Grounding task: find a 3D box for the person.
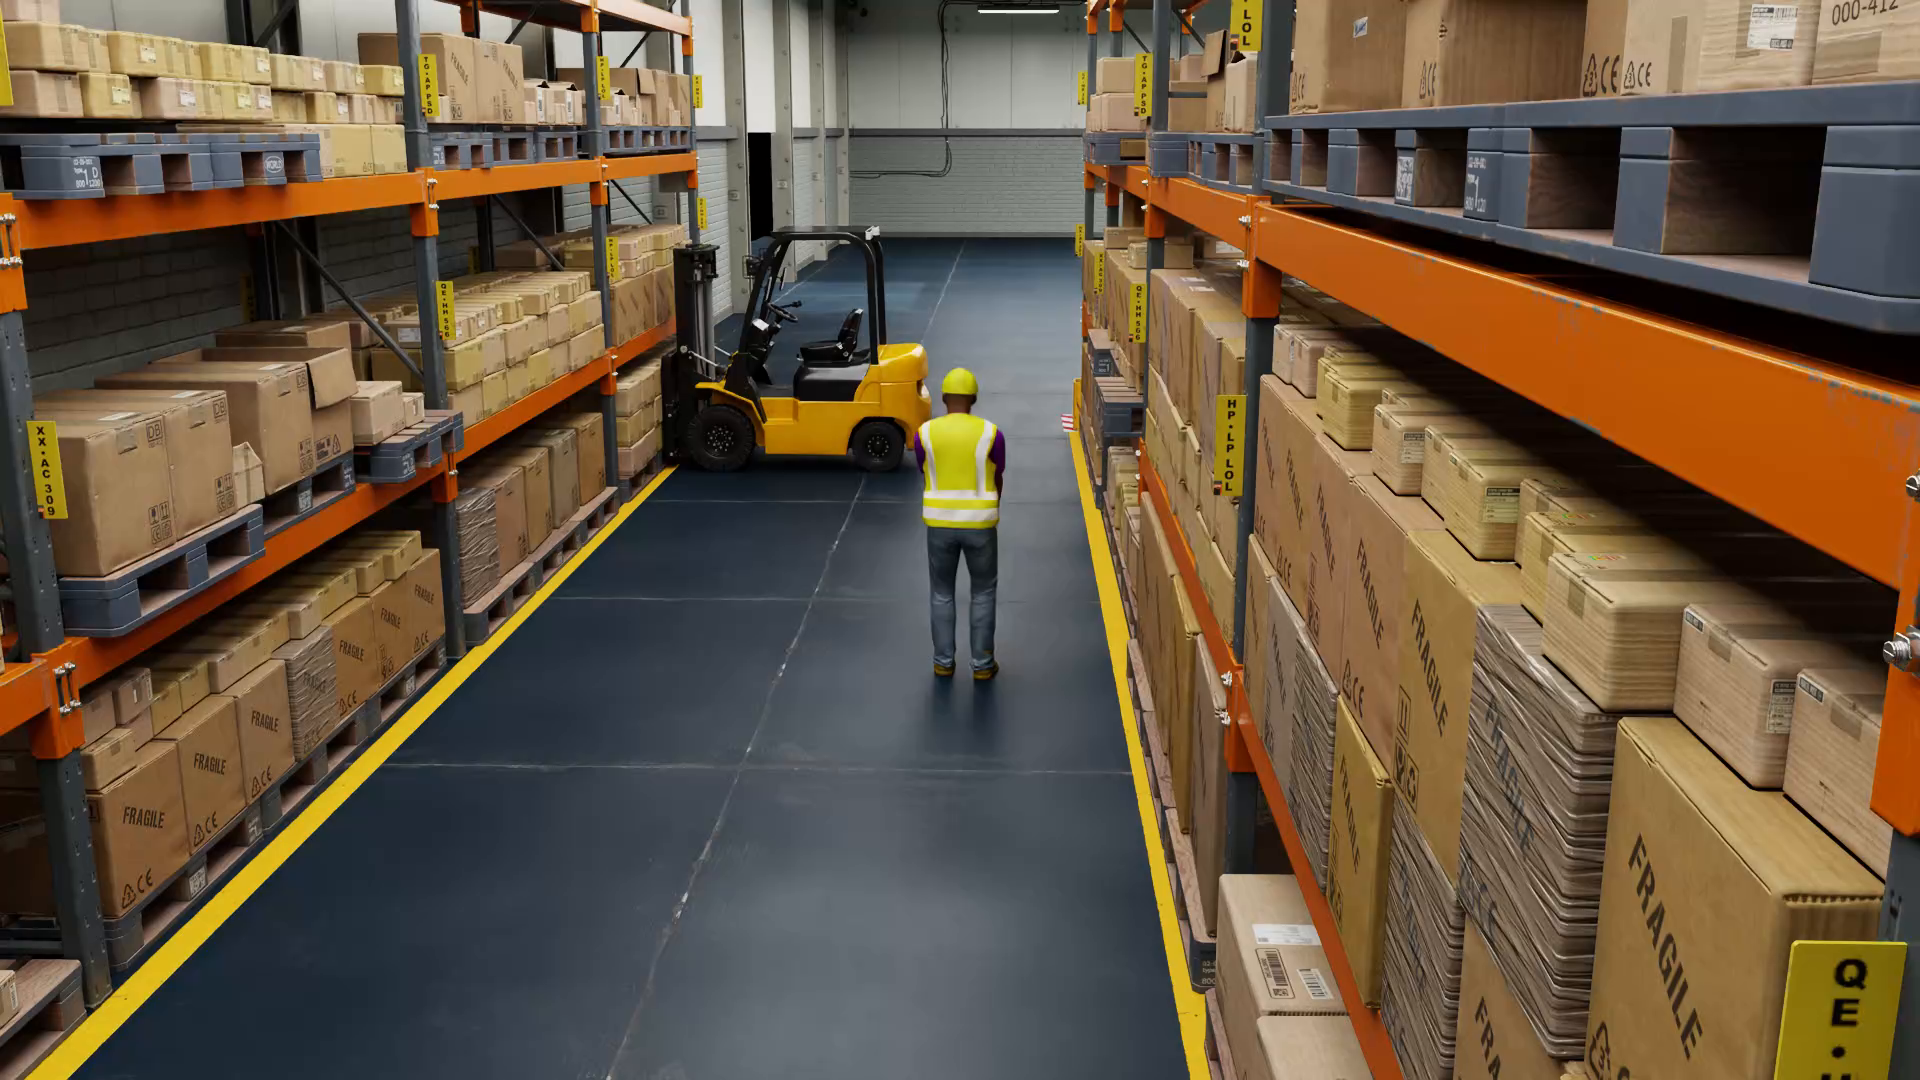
[{"bbox_3d":[0.006,-0.109,9.409,0.505,1.756,0.577,2,14,6],"label":"person"}]
